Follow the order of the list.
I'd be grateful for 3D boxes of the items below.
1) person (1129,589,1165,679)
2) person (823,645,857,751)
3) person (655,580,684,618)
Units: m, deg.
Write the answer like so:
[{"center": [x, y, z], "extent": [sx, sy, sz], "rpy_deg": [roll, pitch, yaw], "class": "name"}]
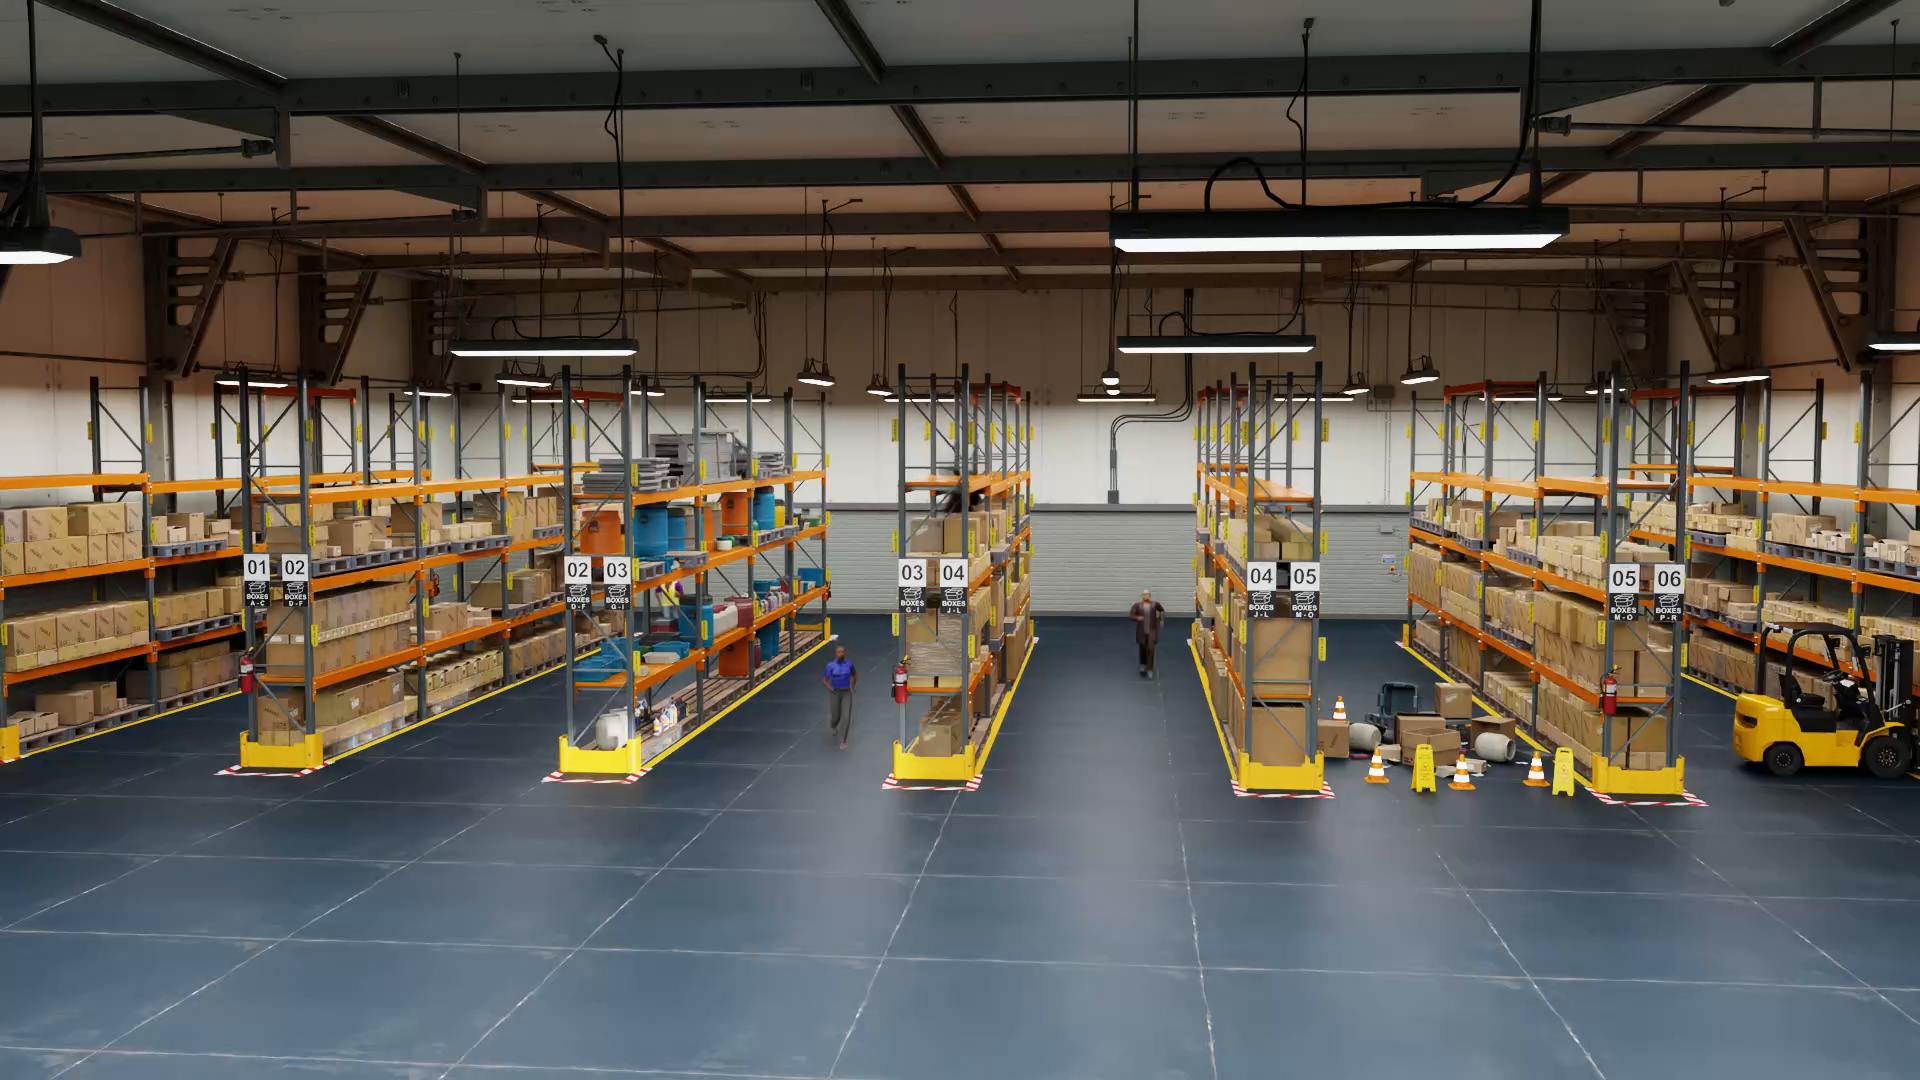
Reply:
[{"center": [3.848, 1.901, 34.208], "extent": [0.730, 1.764, 1.109], "rpy_deg": [1, 4, 9], "class": "person"}, {"center": [-1.903, 2.494, 26.525], "extent": [0.578, 1.641, 0.782], "rpy_deg": [-1, 4, -14], "class": "person"}, {"center": [-6.910, 1.609, 39.544], "extent": [0.699, 1.821, 0.729], "rpy_deg": [0, 4, -6], "class": "person"}]
